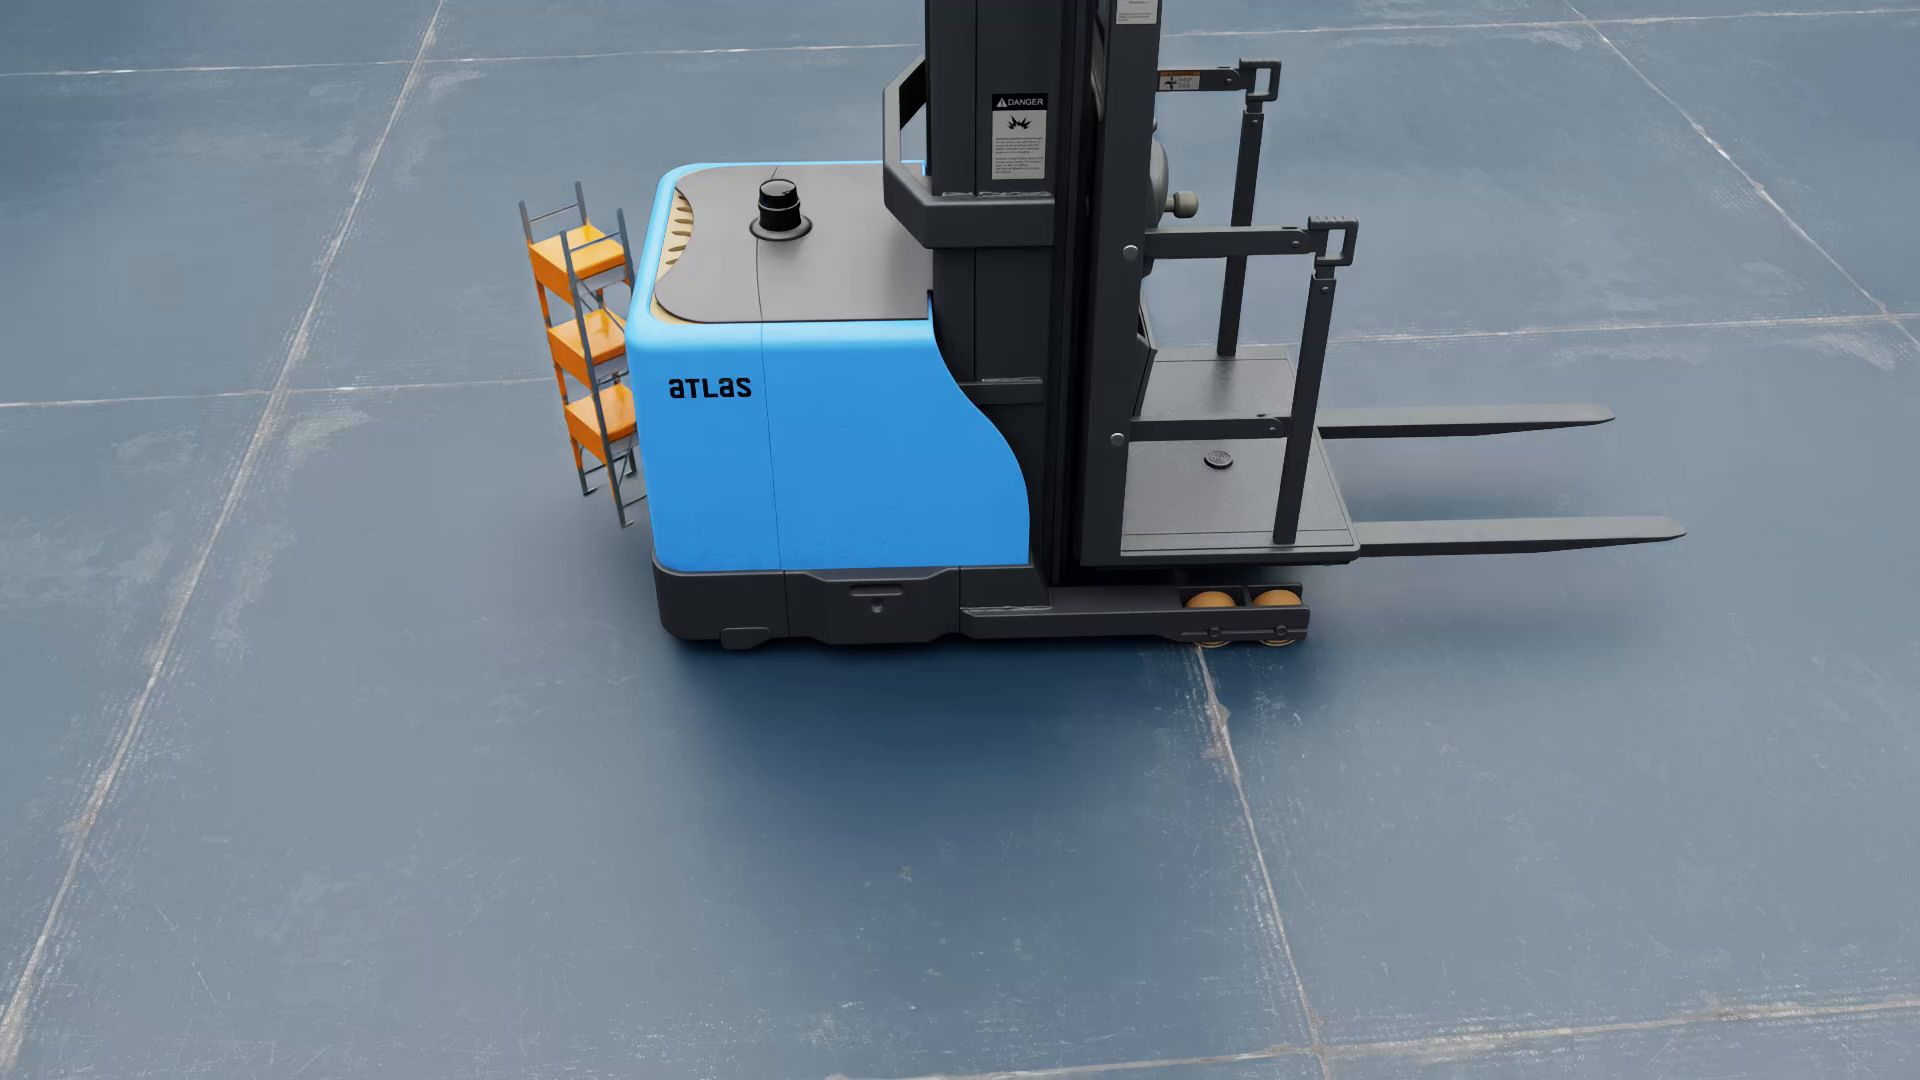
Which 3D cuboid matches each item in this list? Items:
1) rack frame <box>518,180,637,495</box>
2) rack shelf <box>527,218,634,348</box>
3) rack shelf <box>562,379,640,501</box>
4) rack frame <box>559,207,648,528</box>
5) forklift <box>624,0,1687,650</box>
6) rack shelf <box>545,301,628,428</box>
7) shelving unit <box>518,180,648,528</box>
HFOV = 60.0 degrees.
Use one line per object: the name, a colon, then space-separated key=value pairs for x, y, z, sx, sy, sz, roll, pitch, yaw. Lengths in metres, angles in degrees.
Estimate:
rack frame: x=-1.175 y=-0.603 z=5.162 sx=0.200 sy=1.050 sz=0.008 roll=-28 pitch=45 yaw=-29
rack shelf: x=-1.108 y=-0.763 z=4.918 sx=0.215 sy=0.259 sz=0.240 roll=-28 pitch=45 yaw=-29
rack shelf: x=-1.086 y=-0.321 z=5.264 sx=0.215 sy=0.259 sz=0.240 roll=-28 pitch=45 yaw=-29
rack frame: x=-1.020 y=-0.492 z=5.010 sx=0.200 sy=1.050 sz=0.008 roll=-28 pitch=45 yaw=-29
forklift: x=0.625 y=-1.165 z=4.361 sx=3.031 sy=2.935 sz=1.130 roll=-1 pitch=38 yaw=-2
rack shelf: x=-1.097 y=-0.539 z=5.093 sx=0.215 sy=0.259 sz=0.240 roll=-28 pitch=45 yaw=-29
shelving unit: x=-1.097 y=-0.548 z=5.086 sx=0.215 sy=1.050 sz=0.252 roll=-28 pitch=45 yaw=-29
